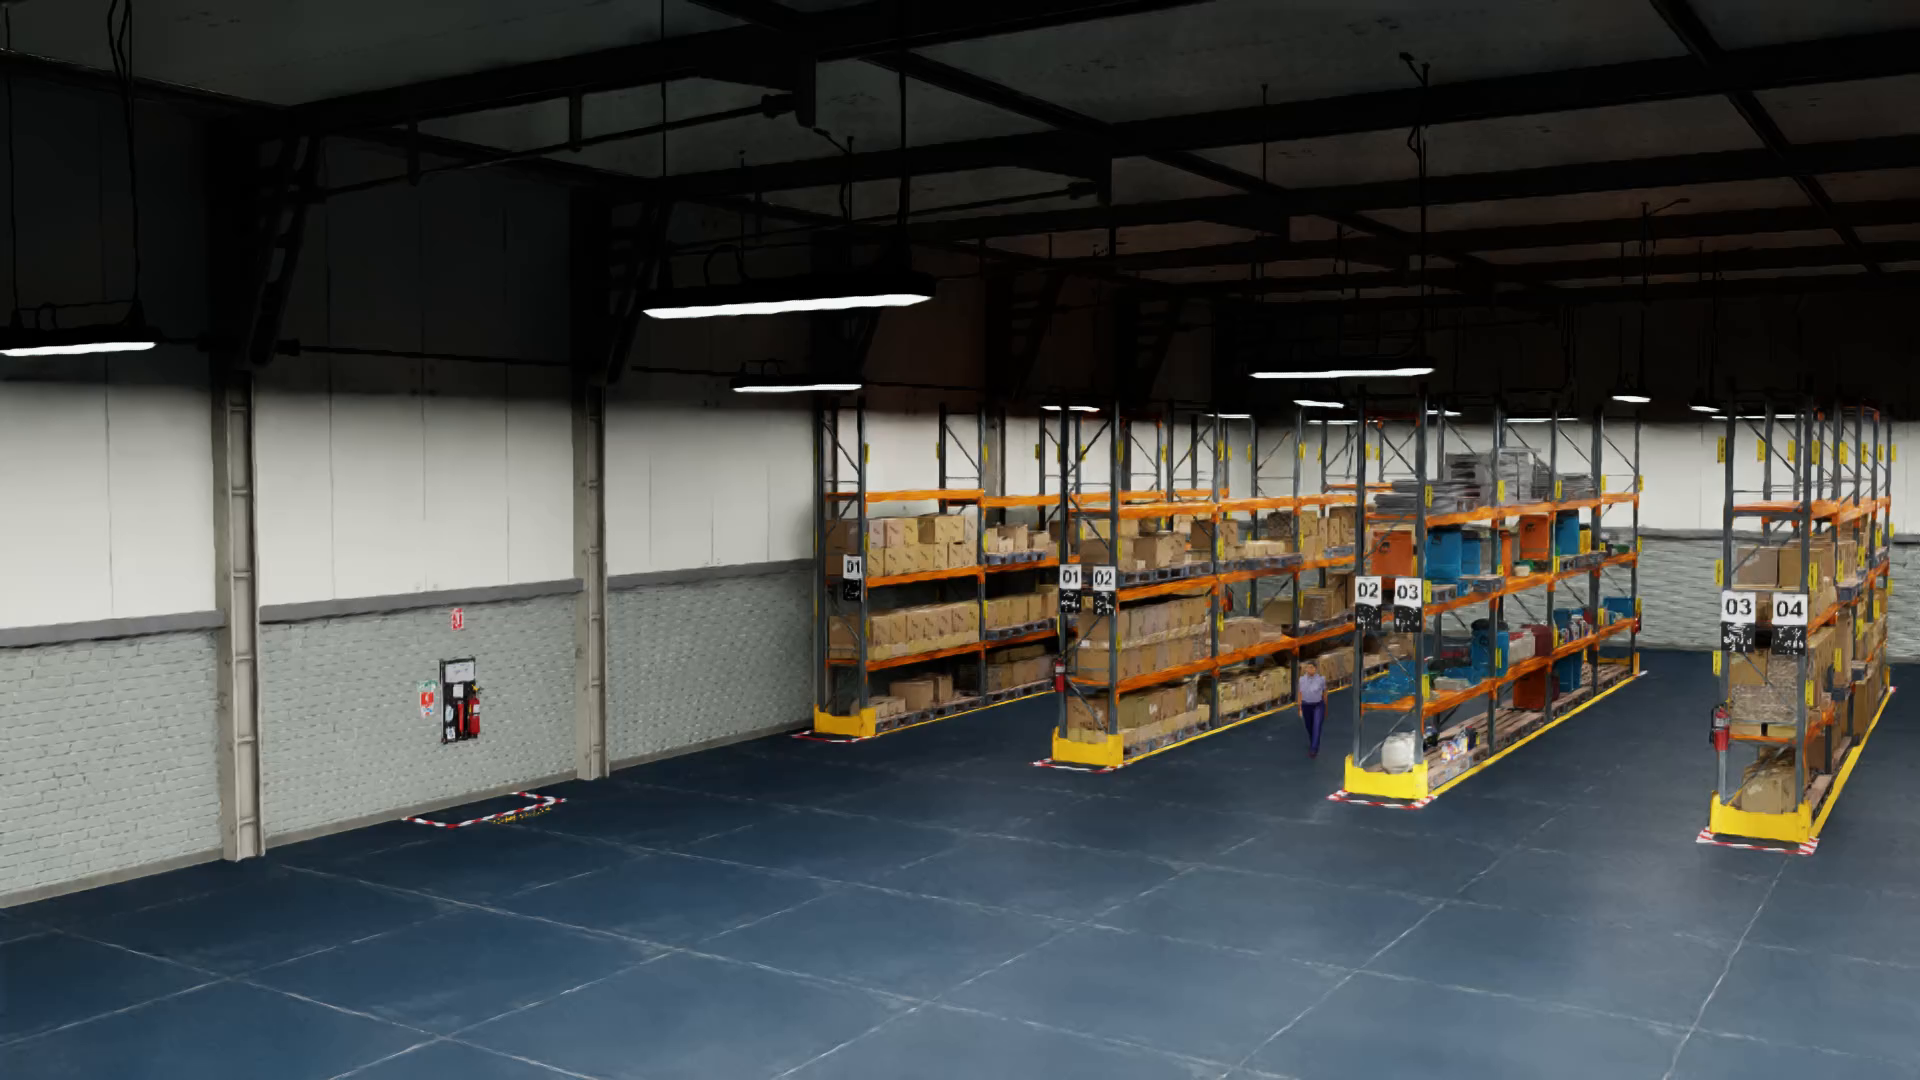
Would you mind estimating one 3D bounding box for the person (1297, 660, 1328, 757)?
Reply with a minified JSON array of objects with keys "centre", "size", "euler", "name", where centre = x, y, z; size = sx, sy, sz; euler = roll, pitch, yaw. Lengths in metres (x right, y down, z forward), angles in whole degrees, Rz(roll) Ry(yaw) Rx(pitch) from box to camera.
[{"centre":[5.814,2.764,27.511],"size":[0.480,1.553,1.091],"euler":[2,3,30],"name":"person"}]
